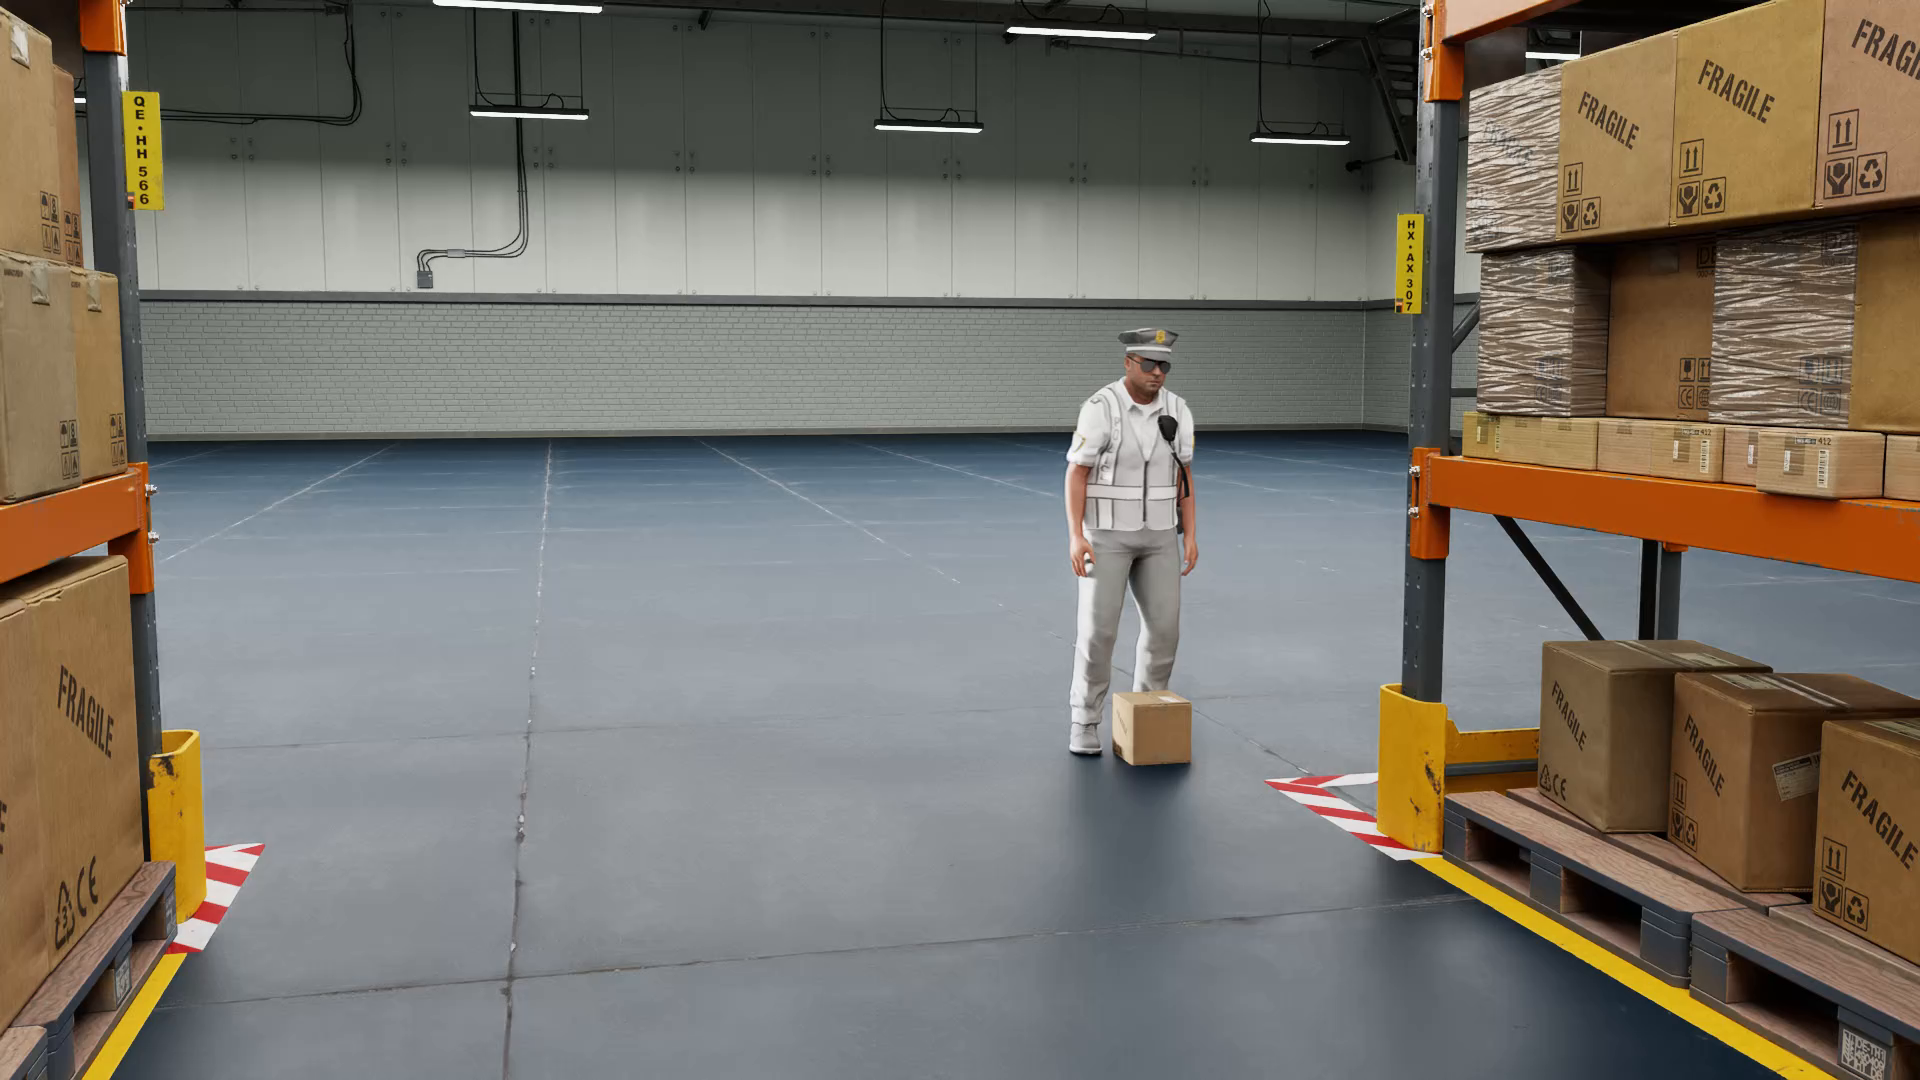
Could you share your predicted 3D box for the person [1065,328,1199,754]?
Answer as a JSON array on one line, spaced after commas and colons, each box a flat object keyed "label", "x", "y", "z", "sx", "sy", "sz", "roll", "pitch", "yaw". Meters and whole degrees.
[{"label": "person", "x": 0.714, "y": -0.007, "z": 6.984, "sx": 0.604, "sy": 1.747, "sz": 0.437, "roll": -2, "pitch": 6, "yaw": -17}]
